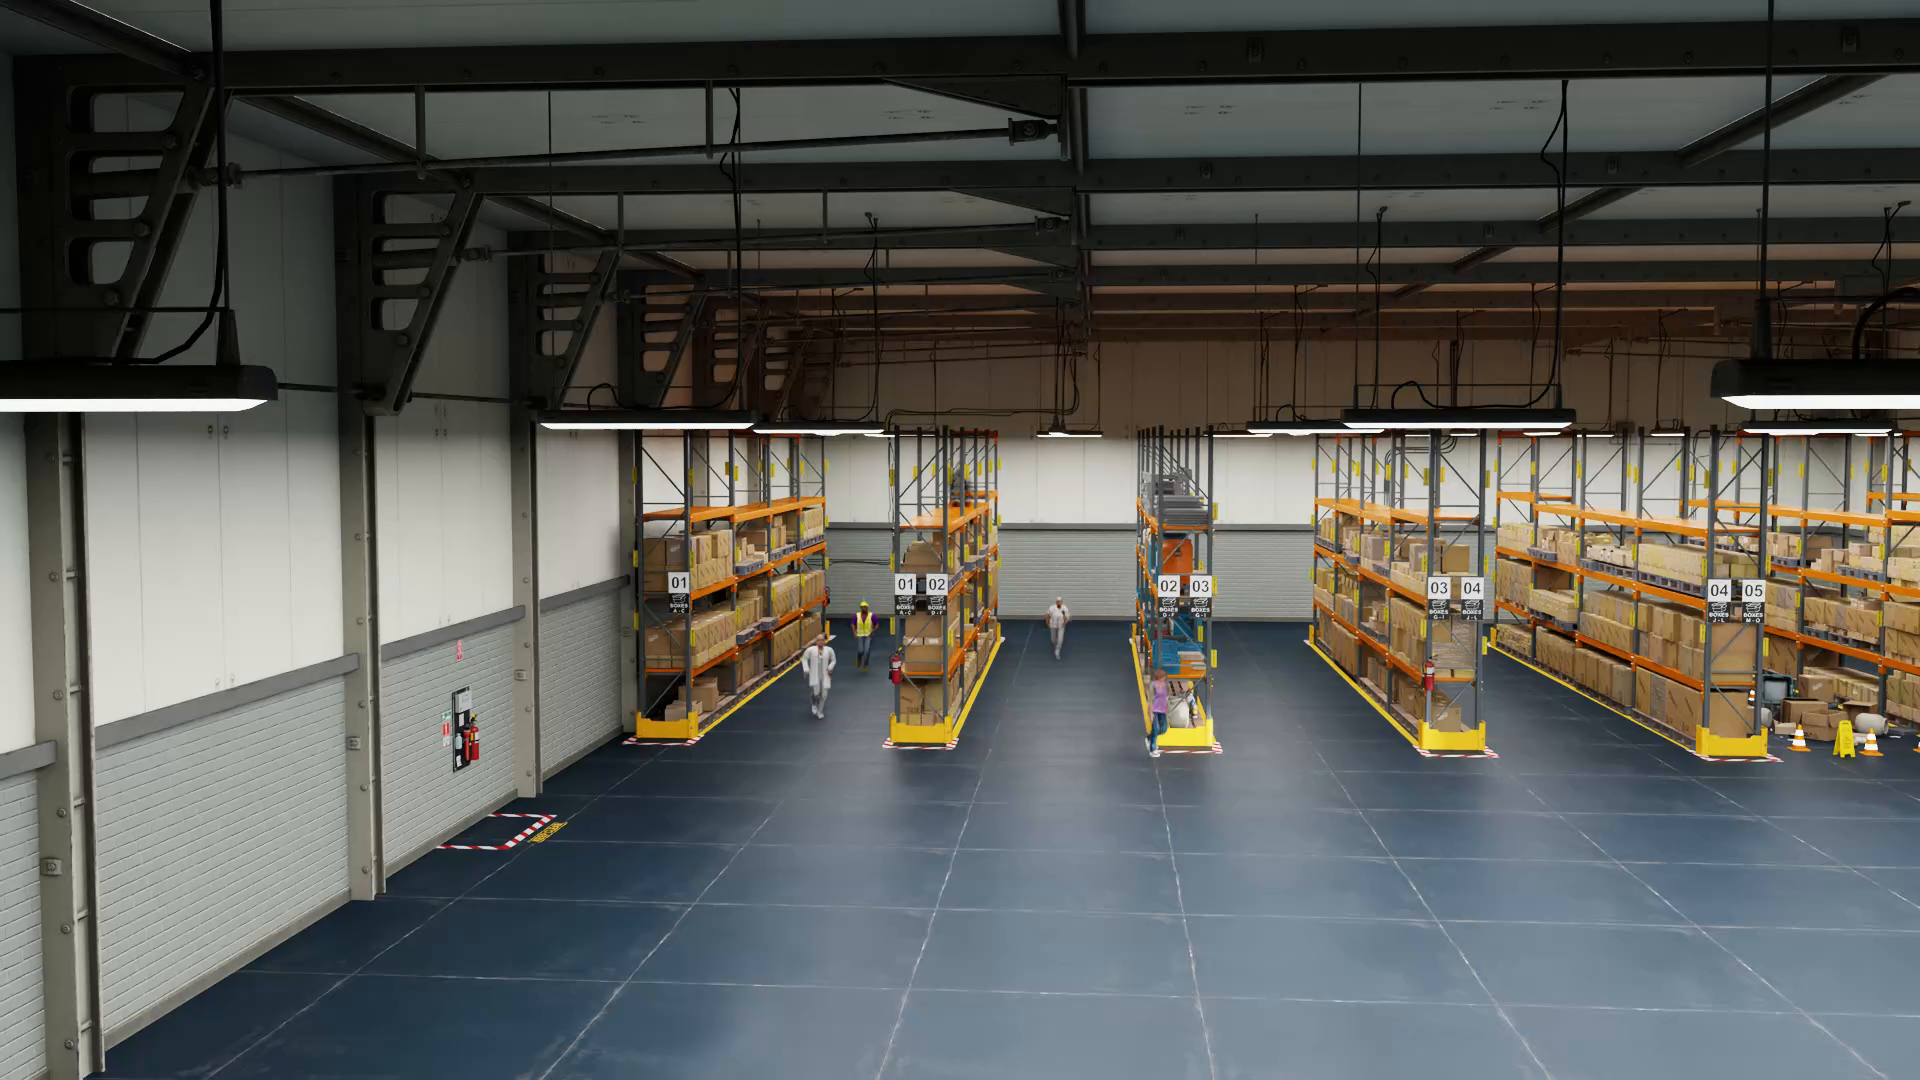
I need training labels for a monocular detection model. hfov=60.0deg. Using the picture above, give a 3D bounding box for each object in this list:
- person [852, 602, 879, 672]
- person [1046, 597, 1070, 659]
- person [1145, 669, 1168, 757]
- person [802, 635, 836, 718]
[{"bbox_3d":[-2.344,2.391,41.139,0.686,1.731,0.616,0,3,-1],"label":"person"},{"bbox_3d":[2.581,2.309,43.814,0.636,1.631,0.670,0,3,4],"label":"person"},{"bbox_3d":[3.518,3.110,30.102,0.492,1.566,0.530,-3,4,-38],"label":"person"},{"bbox_3d":[-2.878,2.806,34.138,0.699,1.730,0.668,-1,4,-12],"label":"person"}]
